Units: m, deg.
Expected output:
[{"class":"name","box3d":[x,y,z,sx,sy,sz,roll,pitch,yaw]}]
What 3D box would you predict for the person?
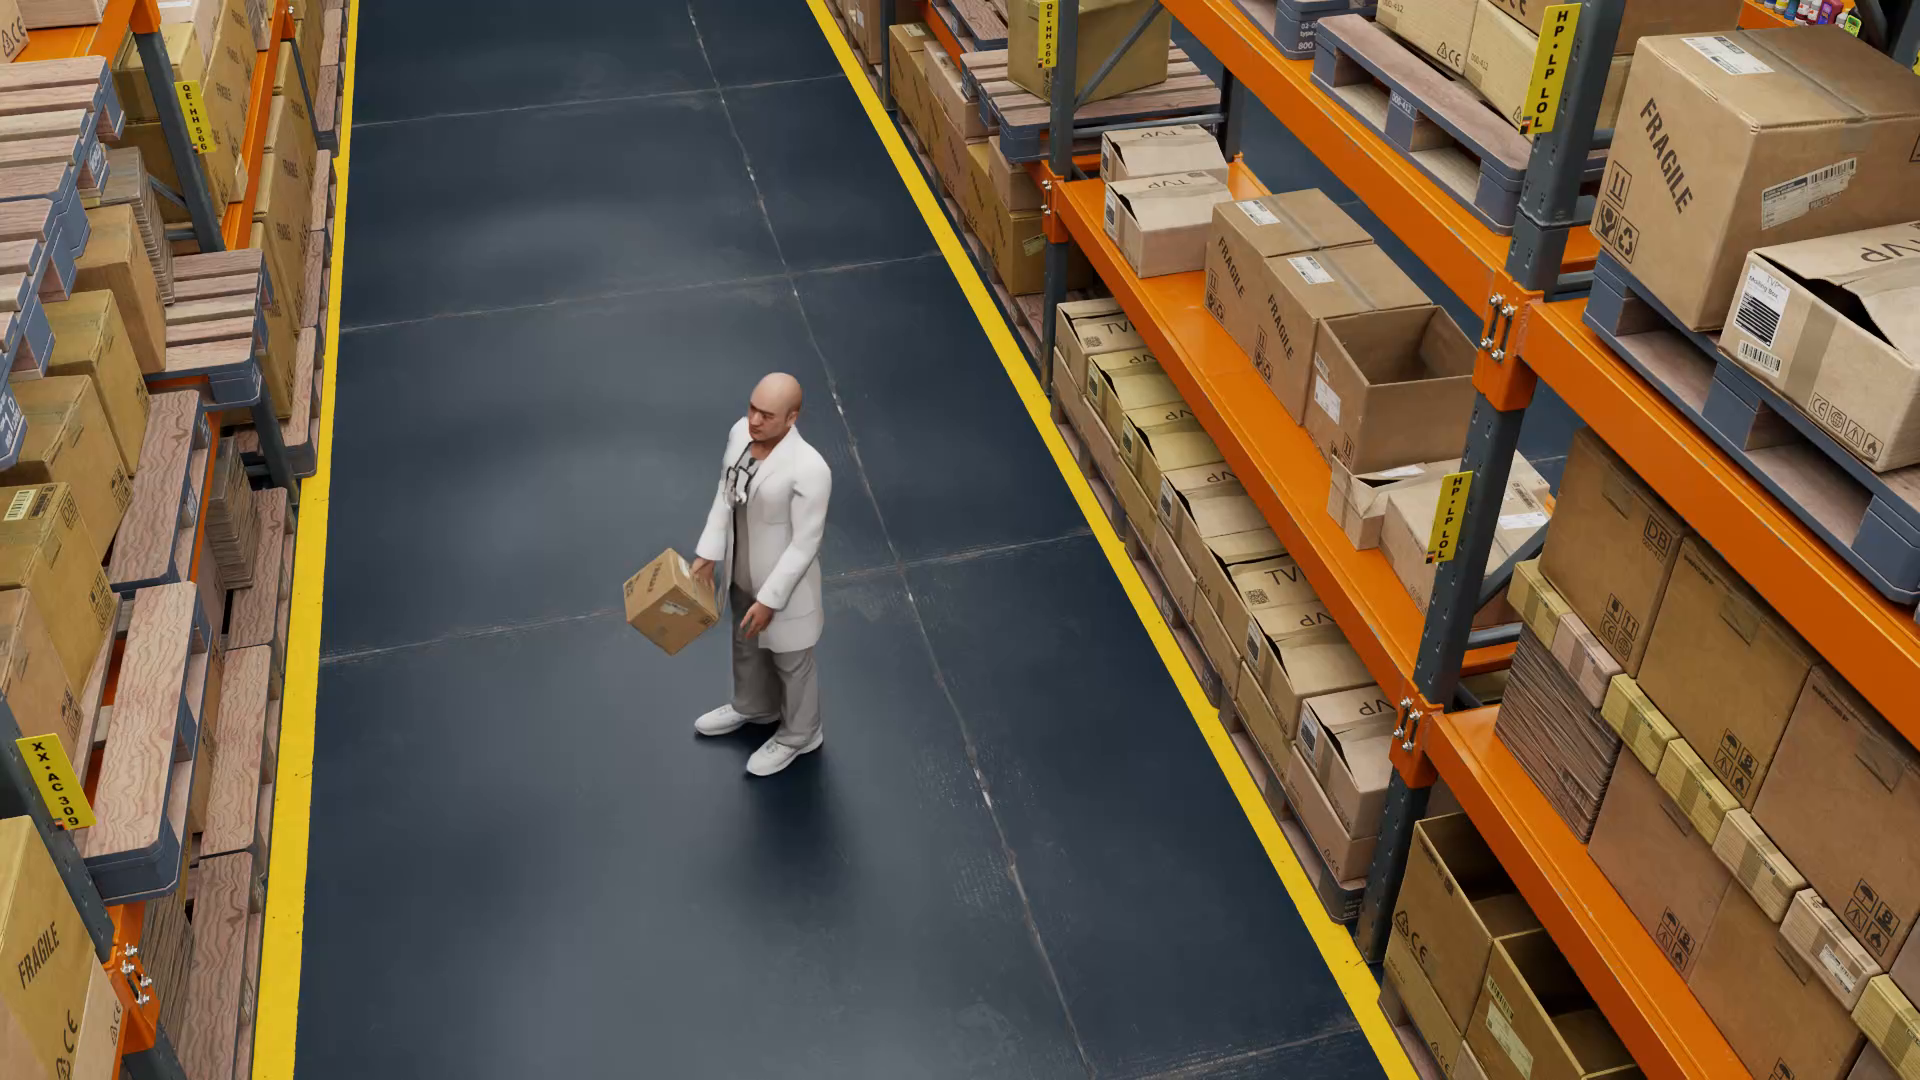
[{"class":"person","box3d":[-0.785,0.154,6.508,0.466,1.786,0.606,-29,46,-32]}]
